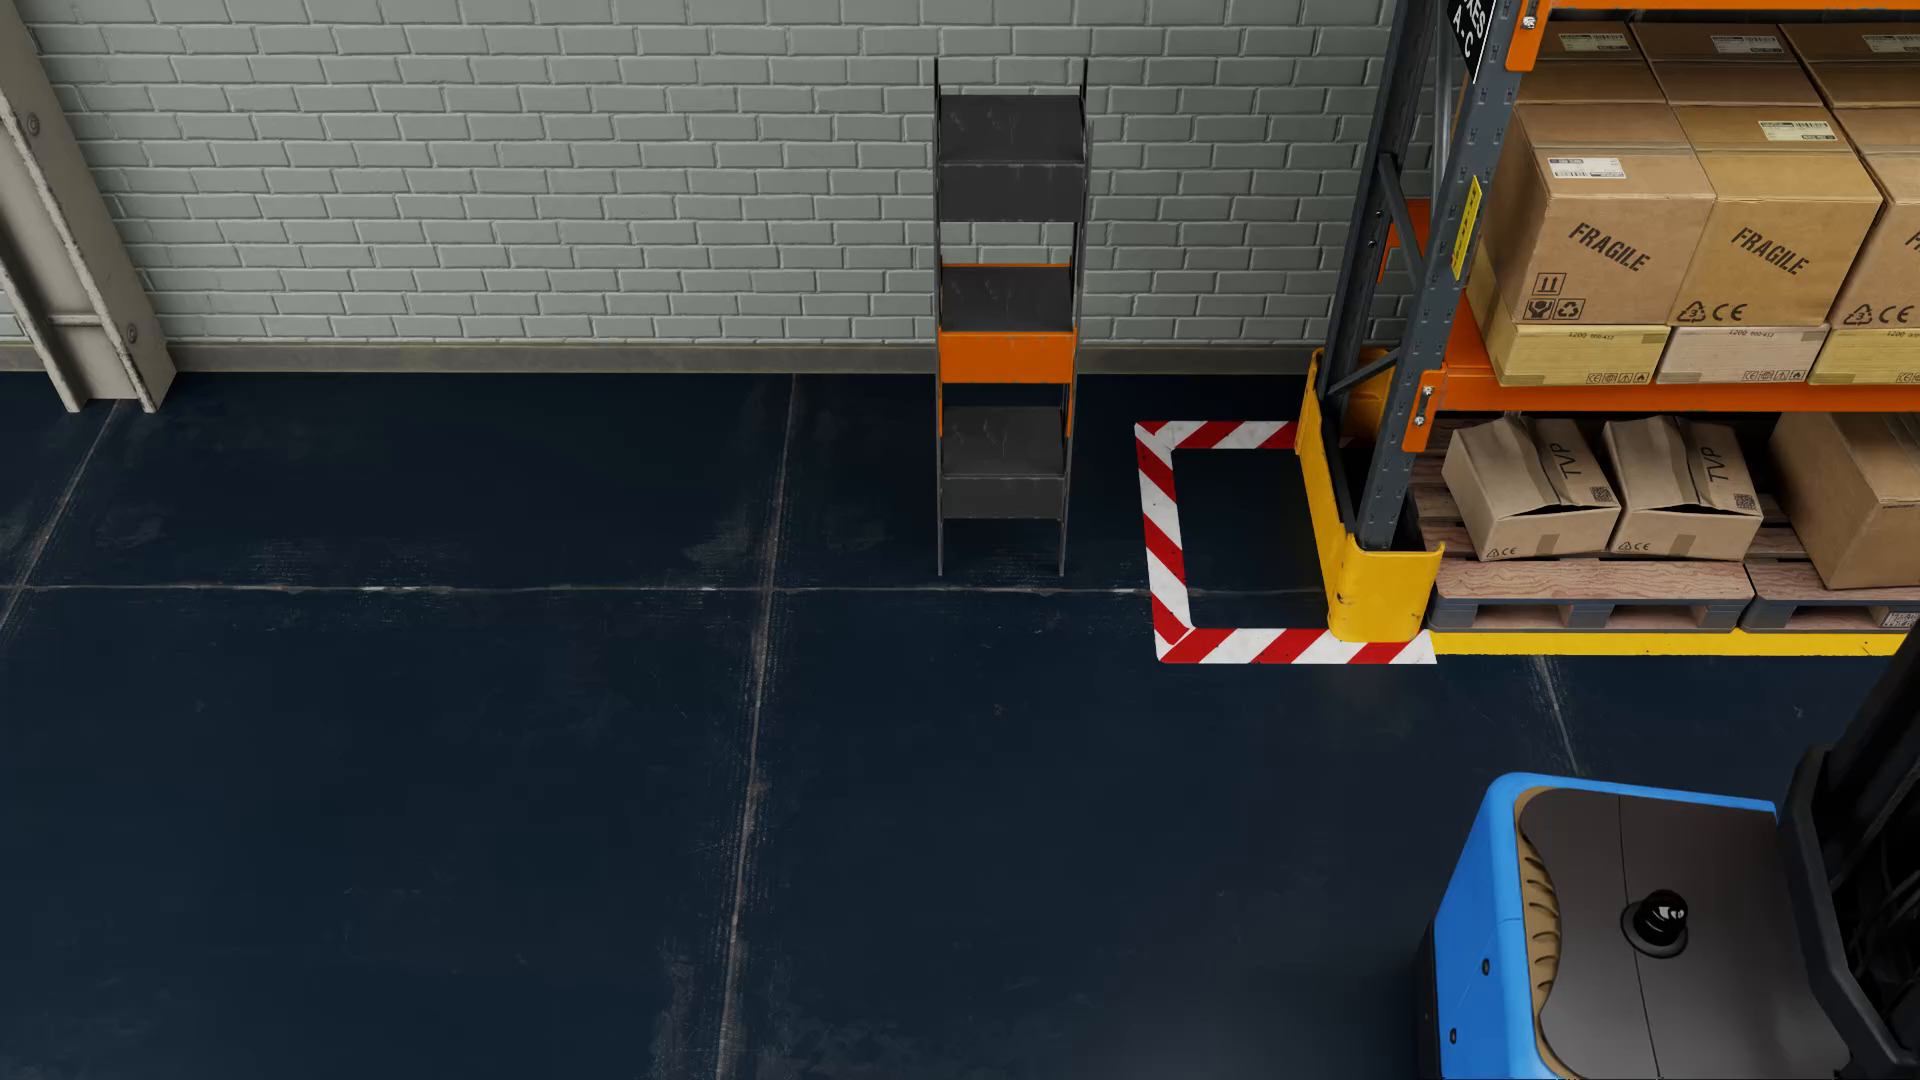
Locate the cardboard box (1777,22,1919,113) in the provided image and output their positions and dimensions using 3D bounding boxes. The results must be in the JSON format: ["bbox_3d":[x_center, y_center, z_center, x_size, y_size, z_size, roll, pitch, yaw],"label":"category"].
[{"bbox_3d":[3.037,-1.411,5.672,0.500,0.500,0.500,-1,47,-1],"label":"cardboard box"}]

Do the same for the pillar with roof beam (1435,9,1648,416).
[{"bbox_3d":[2.232,-0.577,1.220,0.400,9.000,9.100,0,47,0],"label":"pillar with roof beam"}]

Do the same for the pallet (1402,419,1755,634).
[{"bbox_3d":[2.433,-0.074,6.756,1.213,0.211,1.003,0,47,0],"label":"pallet"}]

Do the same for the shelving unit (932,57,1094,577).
[{"bbox_3d":[0.166,-0.715,6.062,0.503,2.100,0.431,0,47,0],"label":"shelving unit"}]

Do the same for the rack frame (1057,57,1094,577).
[{"bbox_3d":[0.410,-0.714,6.061,0.015,2.100,0.400,0,47,0],"label":"rack frame"}]

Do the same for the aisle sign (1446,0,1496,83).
[{"bbox_3d":[1.472,-1.719,4.606,0.004,0.787,0.394,0,47,0],"label":"aisle sign"}]

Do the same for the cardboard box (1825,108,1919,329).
[{"bbox_3d":[3.032,-1.028,5.315,0.500,0.500,0.500,-1,47,-1],"label":"cardboard box"}]

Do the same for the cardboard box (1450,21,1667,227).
[{"bbox_3d":[2.017,-1.418,5.678,0.500,0.500,0.500,0,47,0],"label":"cardboard box"}]

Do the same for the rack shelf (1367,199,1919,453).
[{"bbox_3d":[3.545,-0.802,6.020,4.000,0.370,1.077,0,47,0],"label":"rack shelf"}]

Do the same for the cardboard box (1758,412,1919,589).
[{"bbox_3d":[3.540,-0.243,6.415,0.500,0.500,0.700,-3,47,-2],"label":"cardboard box"}]

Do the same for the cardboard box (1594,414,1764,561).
[{"bbox_3d":[2.806,-0.217,6.520,0.500,0.311,0.500,4,47,3],"label":"cardboard box"}]

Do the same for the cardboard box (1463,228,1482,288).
[{"bbox_3d":[2.013,-1.149,5.940,0.500,0.250,0.500,1,47,1],"label":"cardboard box"}]

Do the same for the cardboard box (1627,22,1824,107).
[{"bbox_3d":[2.520,-1.410,5.670,0.500,0.500,0.500,1,47,1],"label":"cardboard box"}]

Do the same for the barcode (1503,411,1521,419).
[{"bbox_3d":[2.256,-0.515,6.791,0.075,0.075,0.001,0,47,0],"label":"barcode"}]

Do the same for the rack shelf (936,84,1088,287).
[{"bbox_3d":[0.166,-1.183,5.559,0.480,0.518,0.431,0,47,0],"label":"rack shelf"}]

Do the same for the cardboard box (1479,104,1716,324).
[{"bbox_3d":[2.021,-1.043,5.329,0.500,0.500,0.500,0,47,0],"label":"cardboard box"}]

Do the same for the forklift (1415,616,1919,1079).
[{"bbox_3d":[2.928,0.896,3.994,3.031,2.935,1.130,6,47,6],"label":"forklift"}]

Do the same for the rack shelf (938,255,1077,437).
[{"bbox_3d":[0.166,-0.706,6.072,0.480,0.518,0.431,0,47,0],"label":"rack shelf"}]

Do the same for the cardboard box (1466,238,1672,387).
[{"bbox_3d":[2.031,-0.775,5.592,0.500,0.250,0.500,-1,47,-1],"label":"cardboard box"}]

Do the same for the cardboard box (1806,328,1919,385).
[{"bbox_3d":[3.060,-0.778,5.595,0.500,0.250,0.500,-1,47,0],"label":"cardboard box"}]

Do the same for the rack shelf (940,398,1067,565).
[{"bbox_3d":[0.166,-0.229,6.584,0.480,0.518,0.431,0,47,0],"label":"rack shelf"}]

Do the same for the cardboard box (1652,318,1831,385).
[{"bbox_3d":[2.551,-0.784,5.600,0.500,0.250,0.500,-1,47,-1],"label":"cardboard box"}]

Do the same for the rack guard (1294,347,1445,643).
[{"bbox_3d":[1.621,-0.201,6.676,0.348,0.500,1.175,0,47,0],"label":"rack guard"}]

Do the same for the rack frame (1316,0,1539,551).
[{"bbox_3d":[1.545,-1.053,5.761,0.127,3.000,1.000,0,47,0],"label":"rack frame"}]

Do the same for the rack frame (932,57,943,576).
[{"bbox_3d":[-0.078,-0.716,6.062,0.015,2.100,0.400,0,47,0],"label":"rack frame"}]

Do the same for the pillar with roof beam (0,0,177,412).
[{"bbox_3d":[-3.768,-0.593,1.235,0.400,9.000,9.100,0,47,0],"label":"pillar with roof beam"}]

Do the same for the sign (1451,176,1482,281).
[{"bbox_3d":[1.543,-0.951,5.075,0.005,0.325,0.100,0,47,0],"label":"sign"}]

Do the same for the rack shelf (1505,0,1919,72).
[{"bbox_3d":[3.545,-1.824,4.922,4.000,0.370,1.077,0,47,0],"label":"rack shelf"}]

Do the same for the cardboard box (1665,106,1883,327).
[{"bbox_3d":[2.515,-1.034,5.321,0.500,0.500,0.500,0,47,0],"label":"cardboard box"}]

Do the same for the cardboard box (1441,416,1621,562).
[{"bbox_3d":[2.236,-0.219,6.522,0.500,0.311,0.500,-5,47,-4],"label":"cardboard box"}]

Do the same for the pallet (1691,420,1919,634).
[{"bbox_3d":[3.650,-0.069,6.751,1.213,0.211,1.003,0,47,0],"label":"pallet"}]
